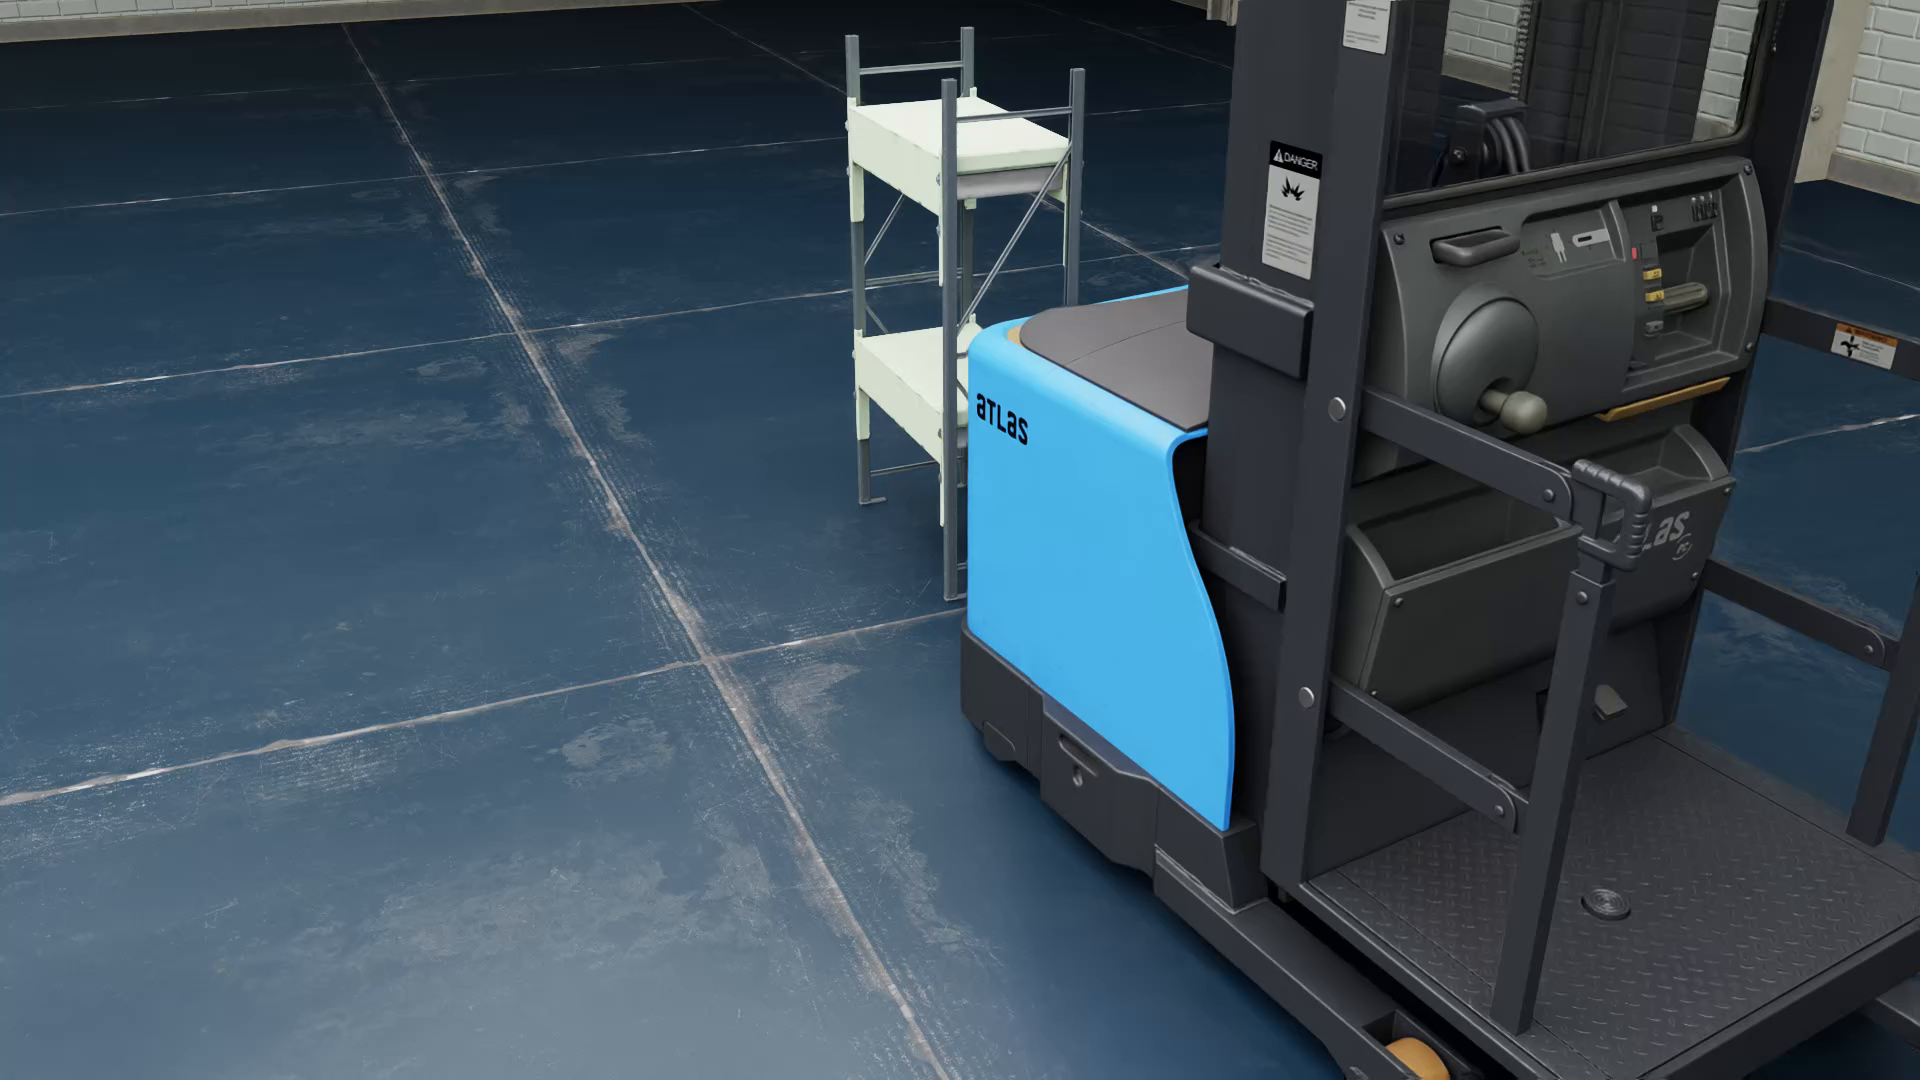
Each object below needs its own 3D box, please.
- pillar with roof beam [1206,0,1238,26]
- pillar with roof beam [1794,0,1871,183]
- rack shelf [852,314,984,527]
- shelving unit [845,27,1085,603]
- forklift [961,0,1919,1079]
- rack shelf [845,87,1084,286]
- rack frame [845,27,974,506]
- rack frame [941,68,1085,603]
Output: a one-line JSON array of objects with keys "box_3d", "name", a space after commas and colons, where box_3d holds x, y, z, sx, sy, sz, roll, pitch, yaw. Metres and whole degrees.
[{"box_3d": [-1.574, -7.840, 11.050, 9.100, 9.000, 0.400, -11, 28, -21], "name": "pillar with roof beam"}, {"box_3d": [0.776, -5.417, 6.089, 9.100, 9.000, 0.400, -11, 28, -21], "name": "pillar with roof beam"}, {"box_3d": [-0.003, -0.384, 5.069, 0.431, 0.370, 0.720, -11, 28, -21], "name": "rack shelf"}, {"box_3d": [-0.003, -0.677, 4.926, 0.431, 1.500, 0.755, -11, 28, -21], "name": "shelving unit"}, {"box_3d": [1.200, -0.398, 2.725, 1.130, 2.935, 3.031, -15, 30, -28], "name": "forklift"}, {"box_3d": [-0.003, -1.027, 4.755, 0.431, 0.370, 0.720, -11, 28, -21], "name": "rack shelf"}, {"box_3d": [-0.146, -0.824, 5.229, 0.400, 1.500, 0.023, -11, 28, -21], "name": "rack frame"}, {"box_3d": [0.141, -0.529, 4.624, 0.400, 1.500, 0.023, -11, 28, -21], "name": "rack frame"}]
